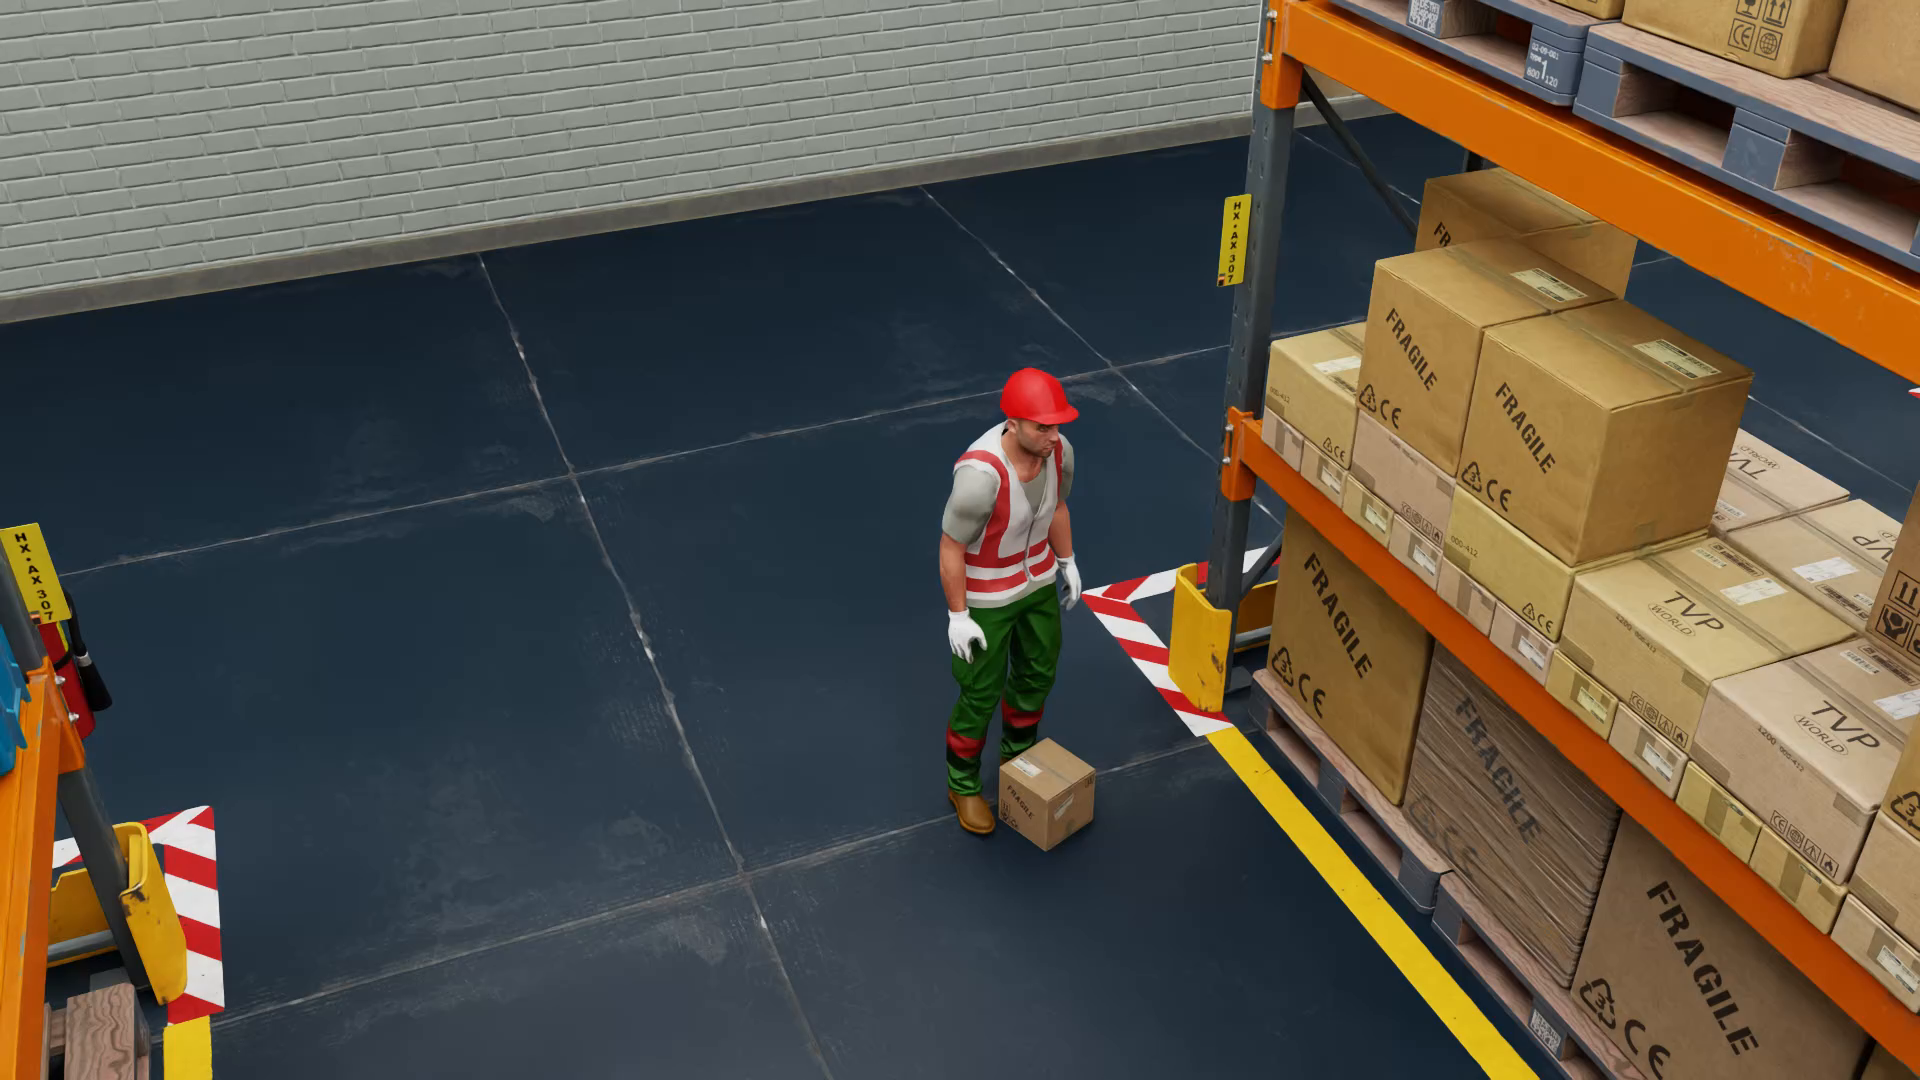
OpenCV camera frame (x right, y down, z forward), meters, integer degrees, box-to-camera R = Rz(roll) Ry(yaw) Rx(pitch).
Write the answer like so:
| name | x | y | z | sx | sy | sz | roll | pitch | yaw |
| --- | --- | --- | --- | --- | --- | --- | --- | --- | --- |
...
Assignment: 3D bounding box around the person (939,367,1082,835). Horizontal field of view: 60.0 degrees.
| name | x | y | z | sx | sy | sz | roll | pitch | yaw |
| --- | --- | --- | --- | --- | --- | --- | --- | --- | --- |
| person | 0.187 | 0.189 | 5.836 | 0.620 | 1.780 | 0.447 | -25 | 41 | -33 |
